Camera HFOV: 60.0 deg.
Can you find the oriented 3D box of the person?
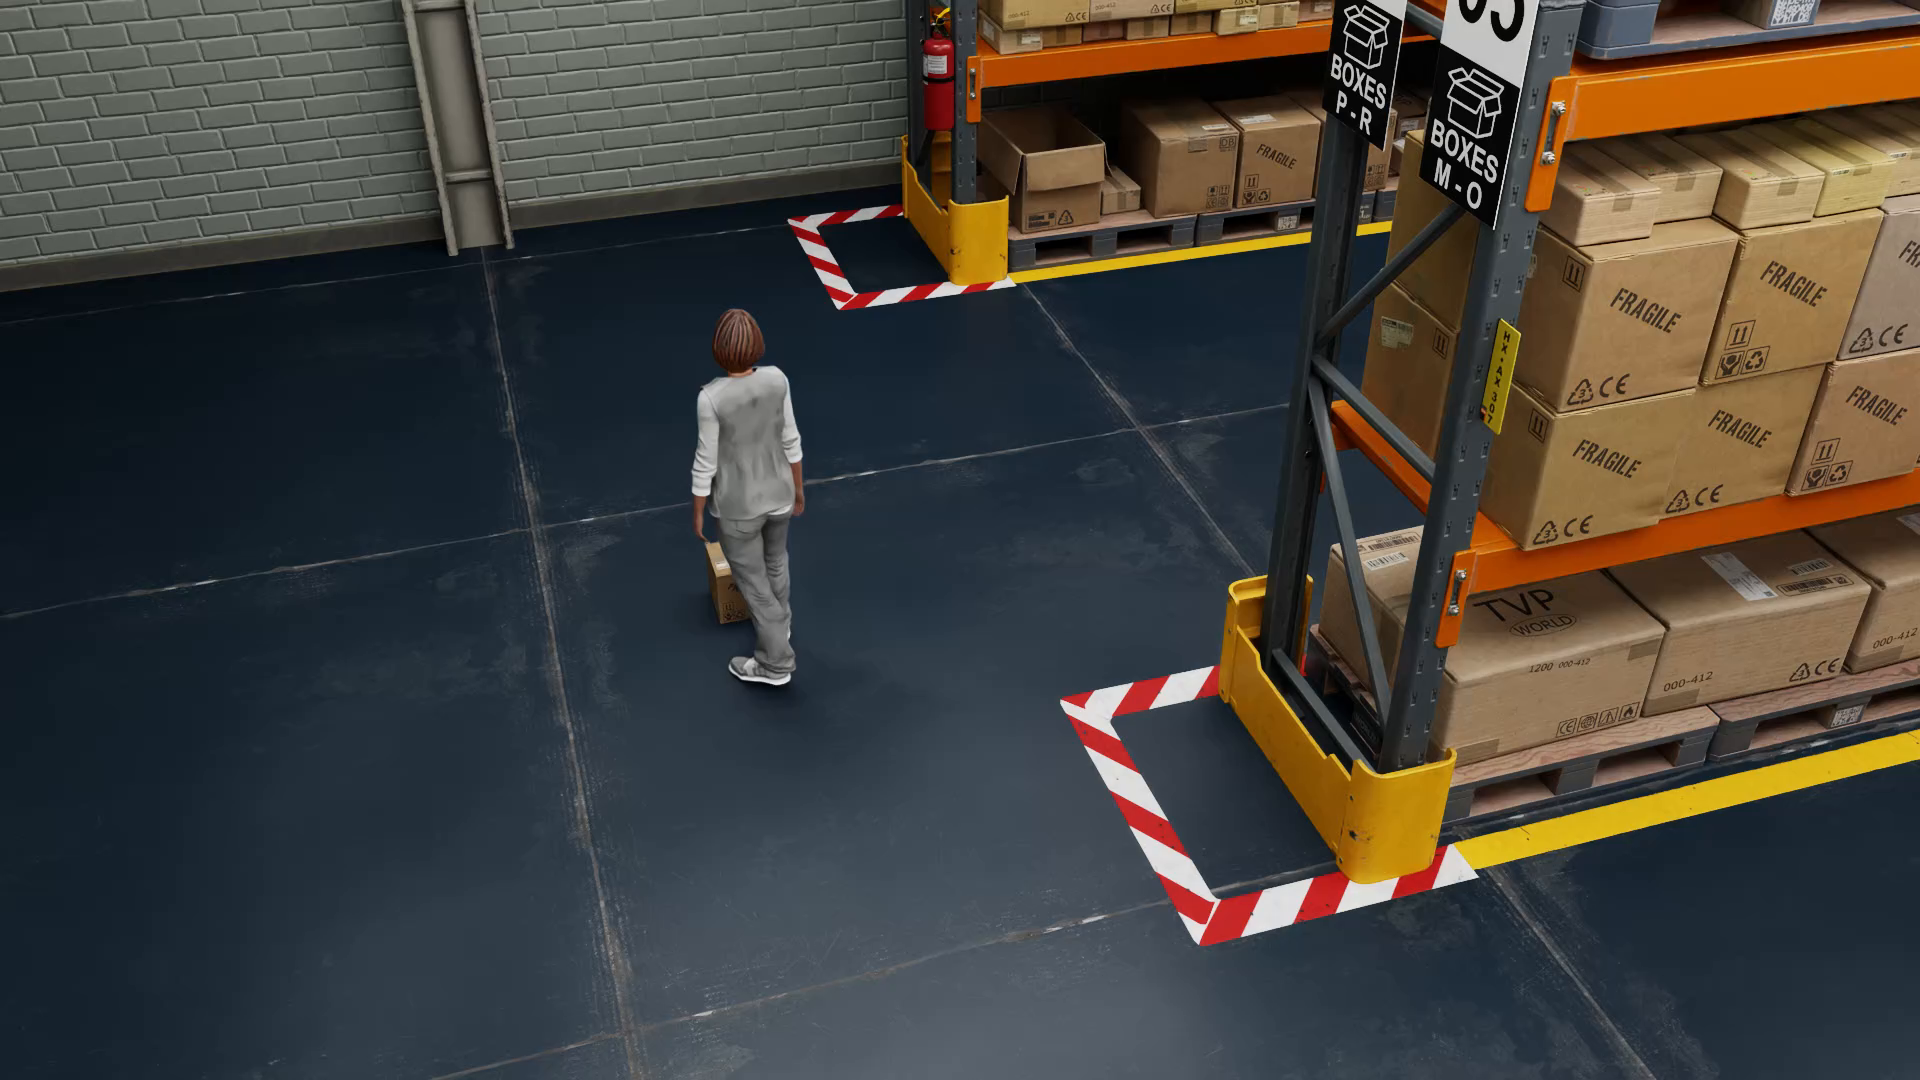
[{"bbox_3d":[-0.840,-0.172,6.391,0.457,1.600,0.522,-25,42,-32],"label":"person"}]
